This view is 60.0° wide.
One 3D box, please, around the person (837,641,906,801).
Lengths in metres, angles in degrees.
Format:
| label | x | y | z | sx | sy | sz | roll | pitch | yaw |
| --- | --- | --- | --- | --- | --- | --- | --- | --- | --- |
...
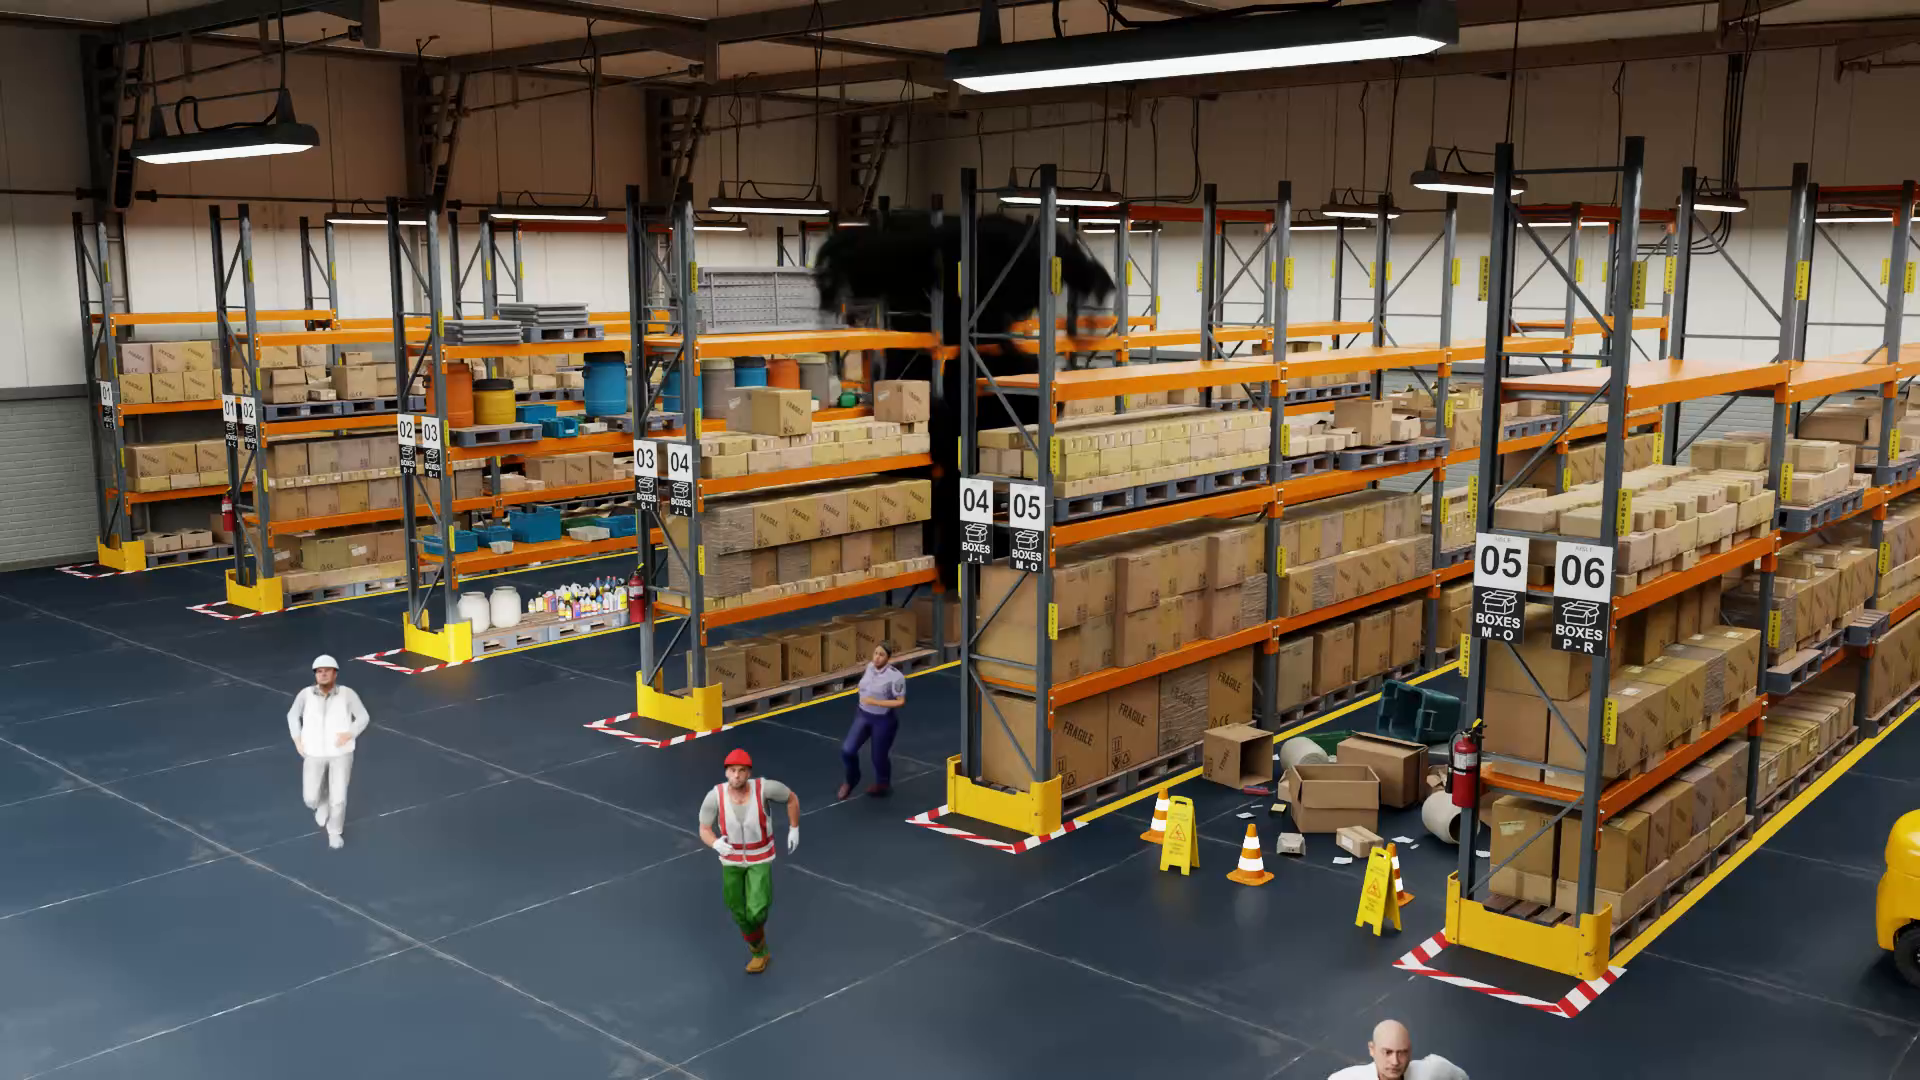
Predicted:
| label | x | y | z | sx | sy | sz | roll | pitch | yaw |
| --- | --- | --- | --- | --- | --- | --- | --- | --- | --- |
| person | -0.815 | 1.740 | 16.046 | 0.713 | 1.602 | 0.676 | 5 | 11 | 26 |

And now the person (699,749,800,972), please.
| label | x | y | z | sx | sy | sz | roll | pitch | yaw |
| --- | --- | --- | --- | --- | --- | --- | --- | --- | --- |
| person | -1.525 | 2.340 | 11.980 | 0.707 | 1.728 | 0.657 | 0 | 9 | 0 |

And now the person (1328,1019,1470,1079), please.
| label | x | y | z | sx | sy | sz | roll | pitch | yaw |
| --- | --- | --- | --- | --- | --- | --- | --- | --- | --- |
| person | 2.007 | 3.038 | 7.723 | 0.752 | 1.772 | 0.886 | 2 | 10 | 9 |

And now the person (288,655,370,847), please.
| label | x | y | z | sx | sy | sz | roll | pitch | yaw |
| --- | --- | --- | --- | --- | --- | --- | --- | --- | --- |
| person | -5.626 | 1.877 | 14.825 | 0.706 | 1.732 | 0.553 | -2 | 10 | -10 |
